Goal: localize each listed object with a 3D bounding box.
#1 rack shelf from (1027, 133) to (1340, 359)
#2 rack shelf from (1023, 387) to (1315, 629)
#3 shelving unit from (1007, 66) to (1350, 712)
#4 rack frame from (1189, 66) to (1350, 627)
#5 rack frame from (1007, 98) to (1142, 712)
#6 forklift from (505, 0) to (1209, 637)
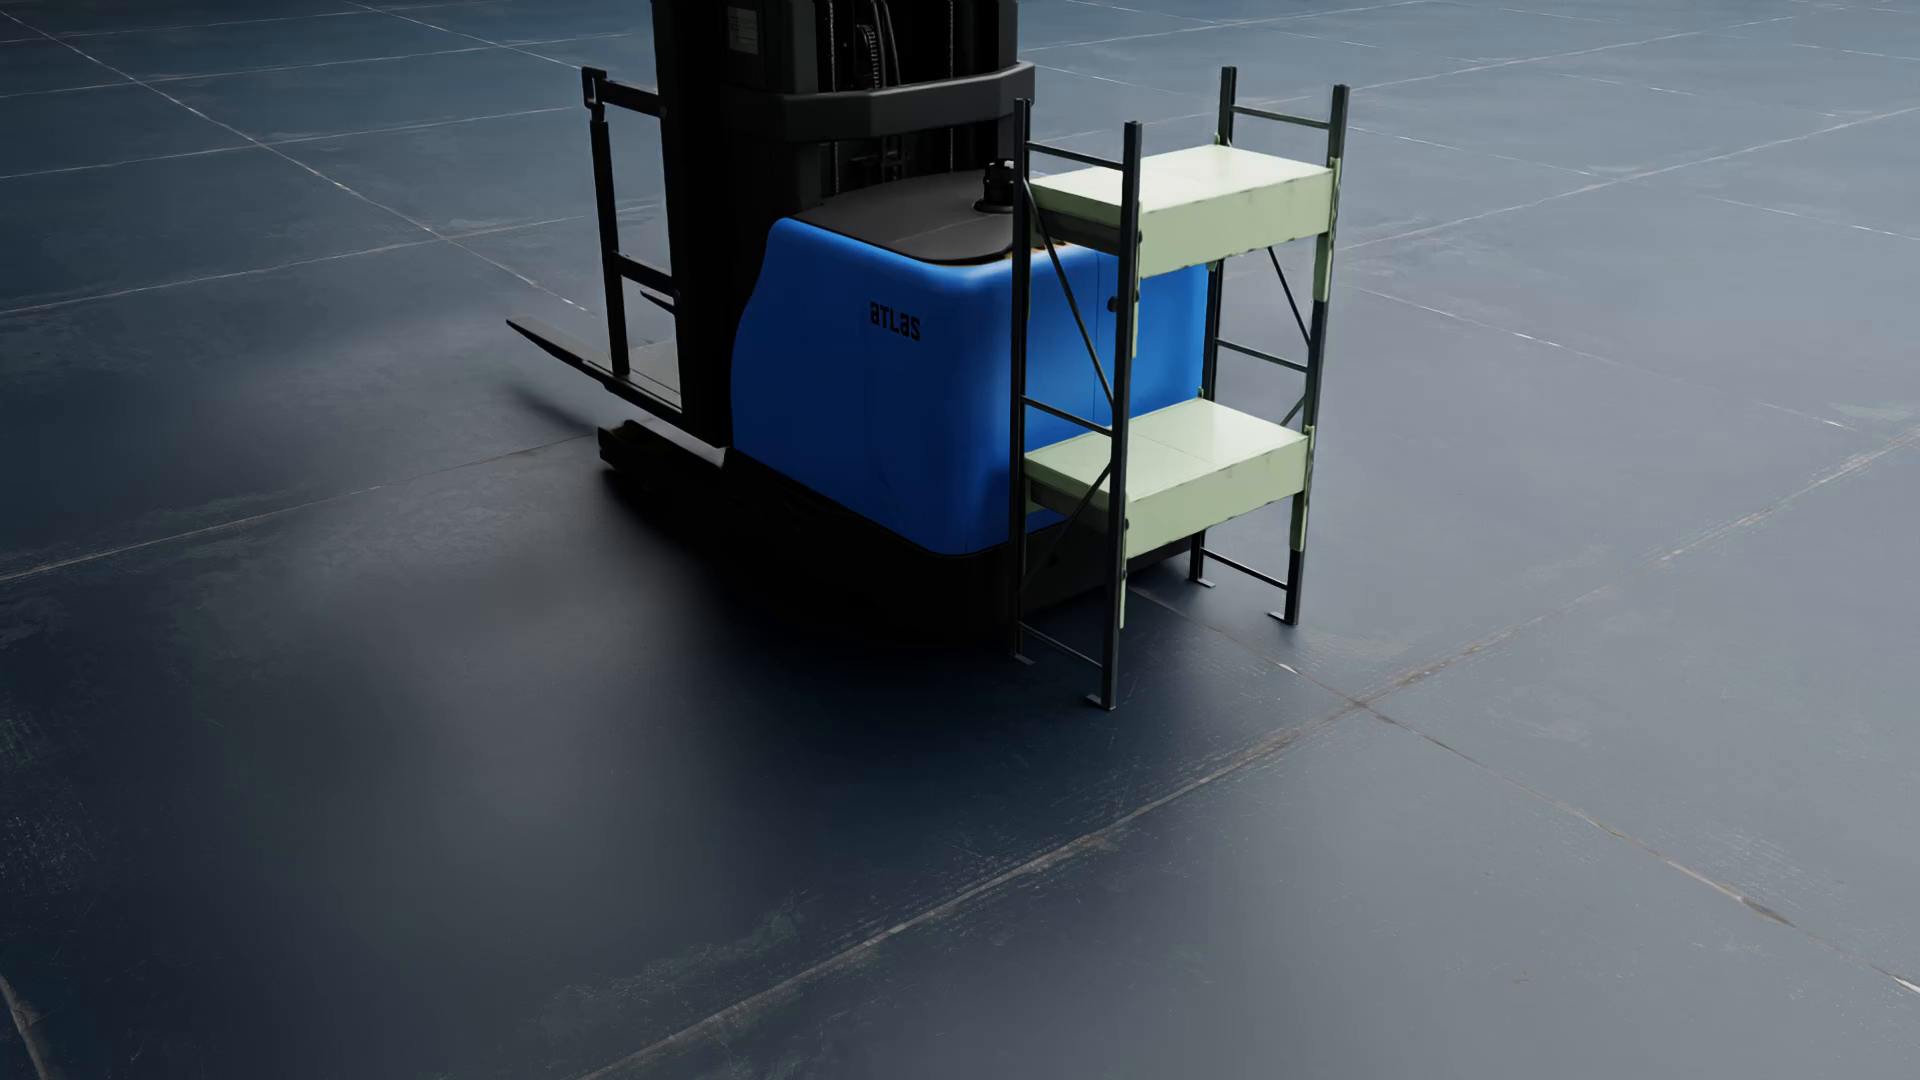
[{"bbox_3d":[0.546,-0.756,4.170,0.720,0.370,0.431,-20,31,-36],"label":"rack shelf"},{"bbox_3d":[0.546,-0.106,4.472,0.720,0.370,0.431,-20,31,-36],"label":"rack shelf"},{"bbox_3d":[0.546,-0.402,4.334,0.755,1.500,0.431,-20,31,-36],"label":"shelving unit"},{"bbox_3d":[0.825,-0.501,4.549,0.023,1.500,0.400,-20,31,-36],"label":"rack frame"},{"bbox_3d":[0.266,-0.302,4.120,0.023,1.500,0.400,-20,31,-36],"label":"rack frame"},{"bbox_3d":[-0.592,-1.613,5.245,1.130,2.935,3.031,-19,31,-35],"label":"forklift"}]
